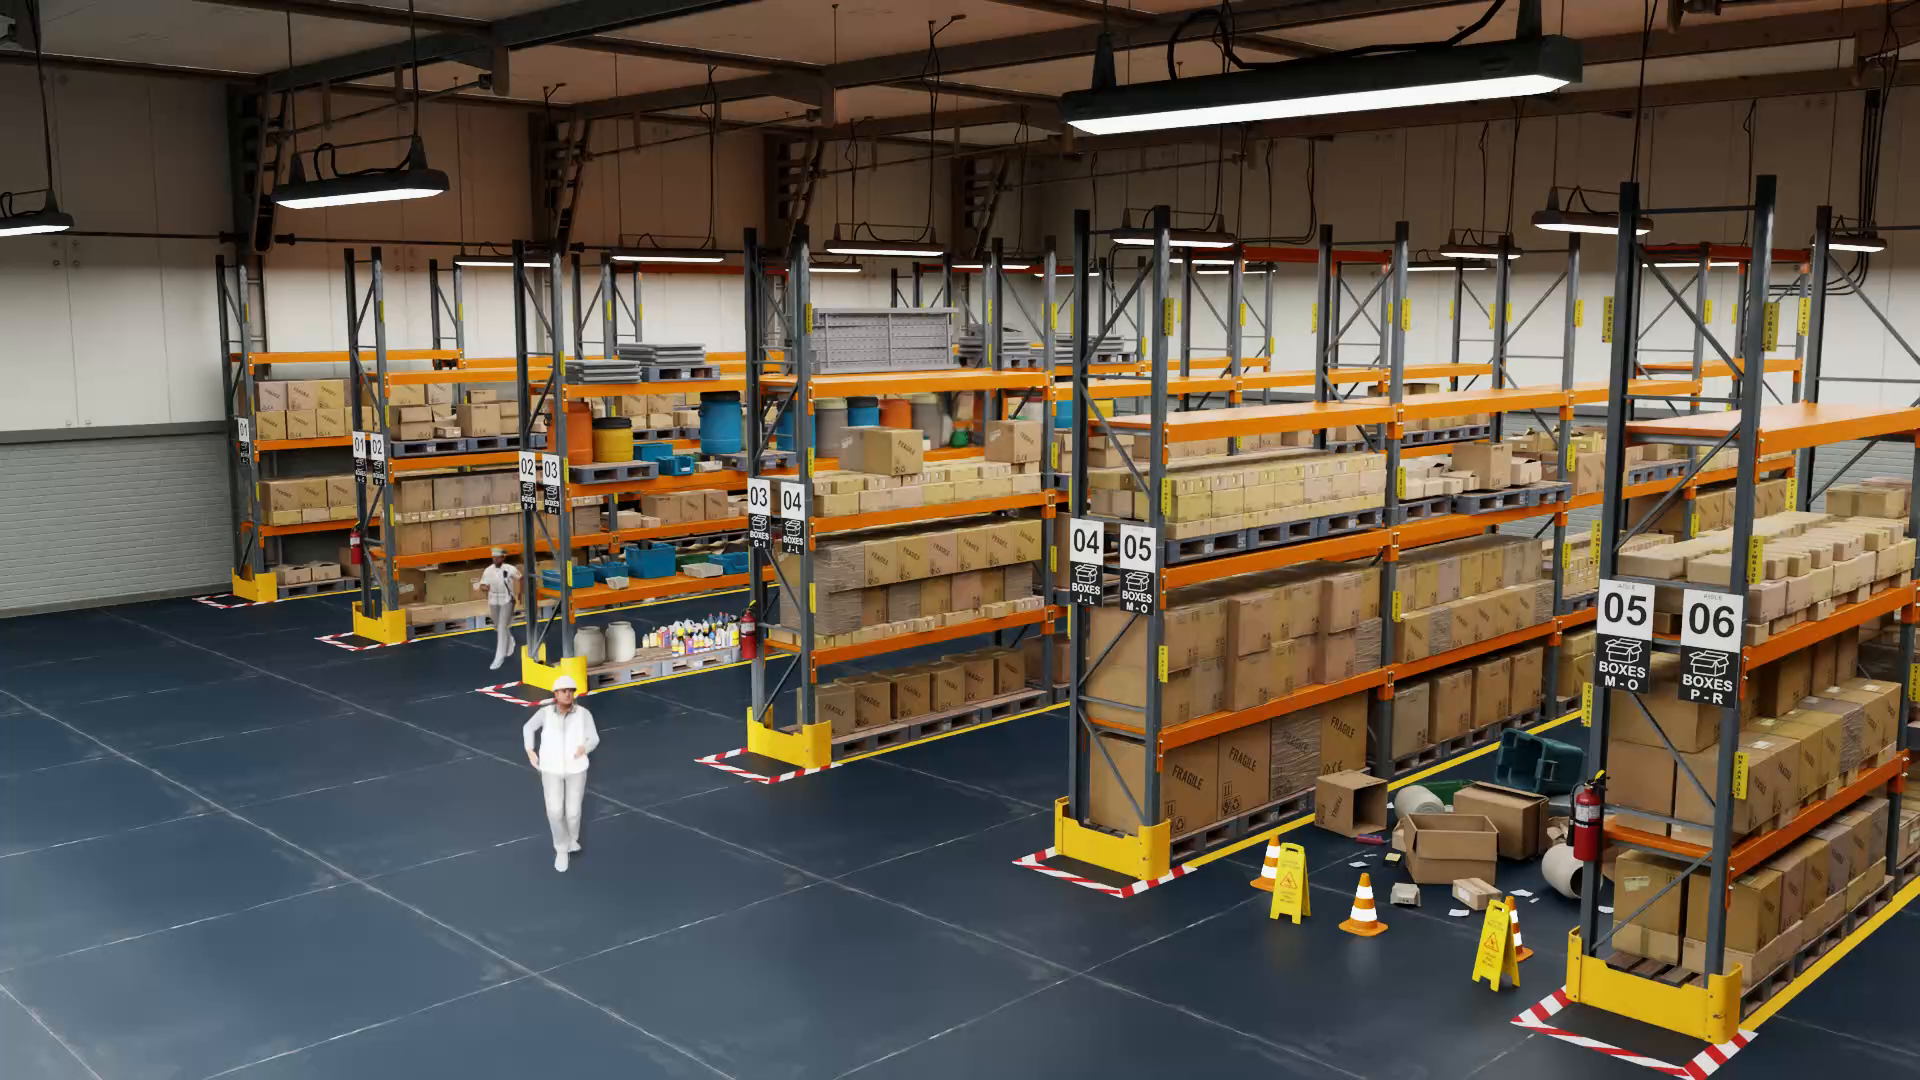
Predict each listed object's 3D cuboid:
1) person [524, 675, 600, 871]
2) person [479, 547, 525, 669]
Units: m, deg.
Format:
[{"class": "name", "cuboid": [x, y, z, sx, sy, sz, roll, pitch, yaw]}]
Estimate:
[{"class": "person", "cuboid": [-3.674, 2.144, 15.407, 0.656, 1.796, 0.737, -3, 9, -19]}, {"class": "person", "cuboid": [-6.582, 0.926, 23.902, 0.566, 1.699, 0.929, 1, 8, 8]}]
